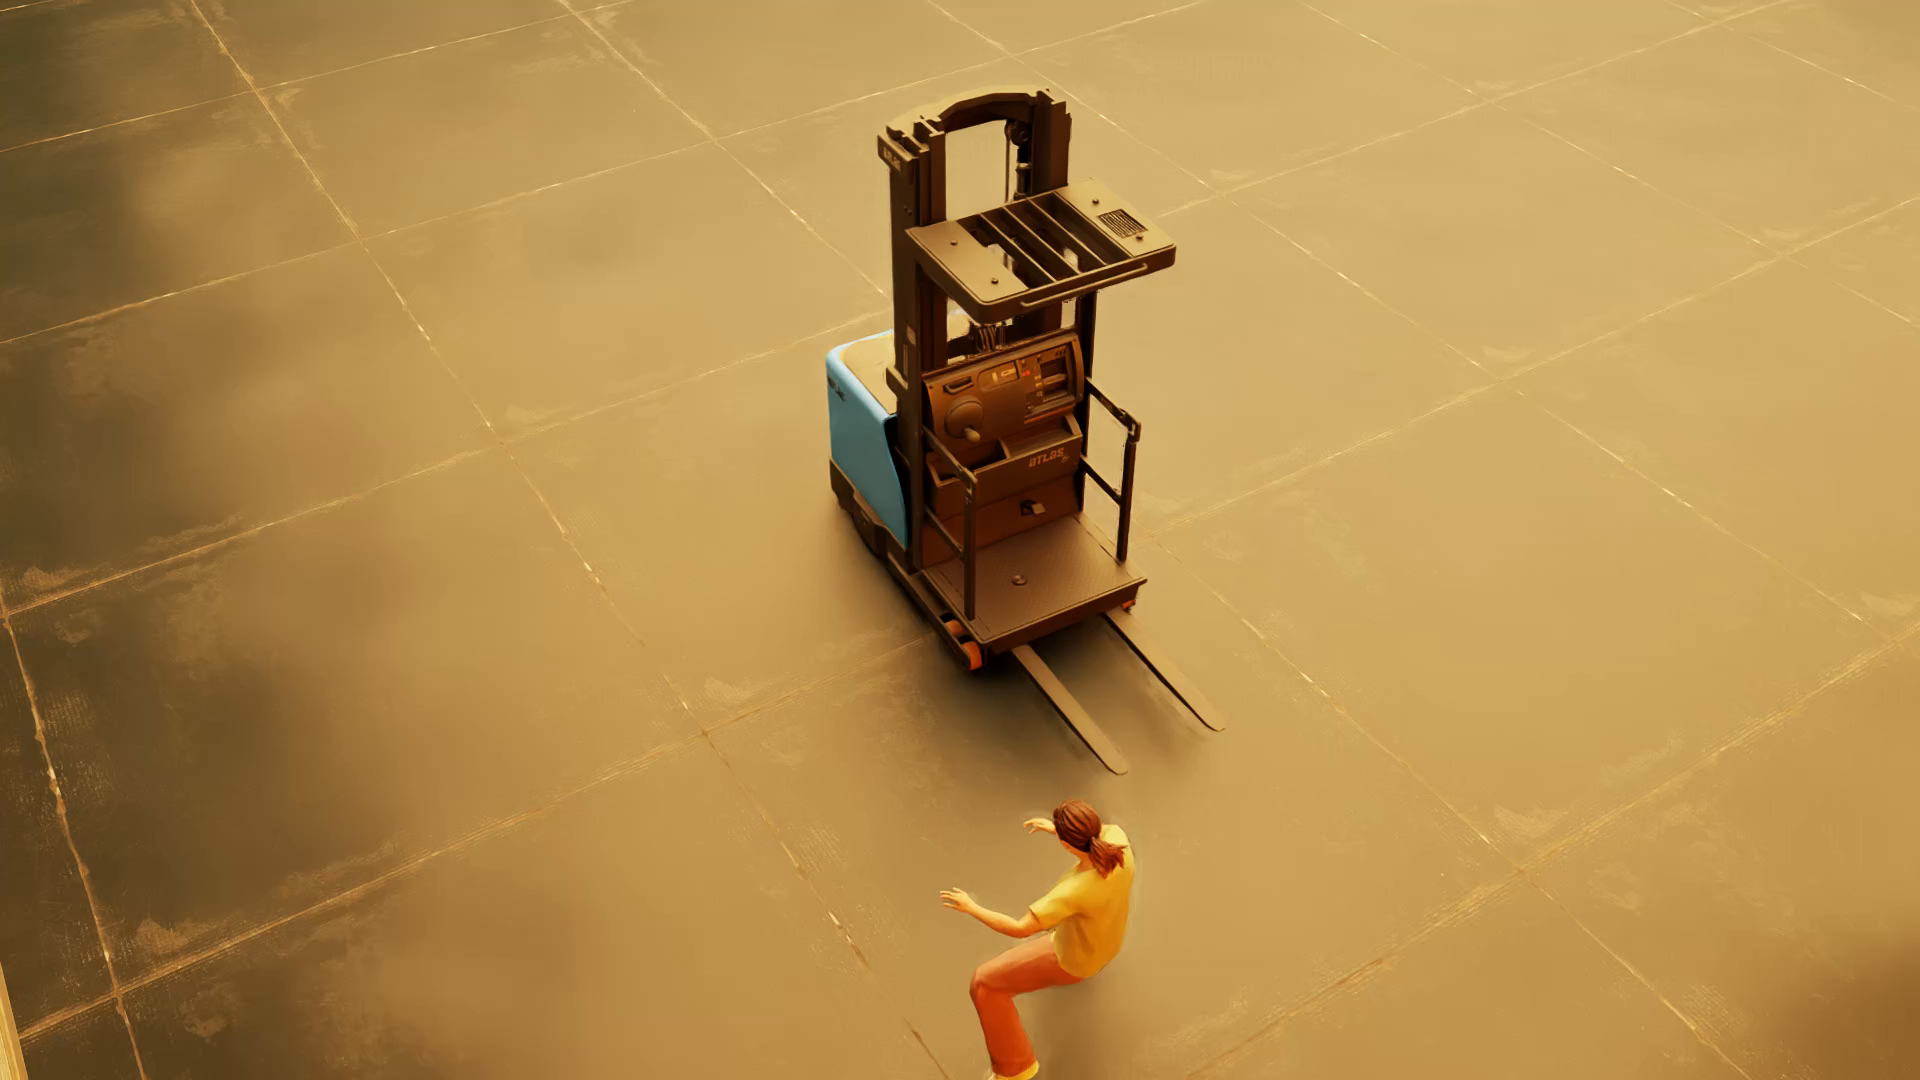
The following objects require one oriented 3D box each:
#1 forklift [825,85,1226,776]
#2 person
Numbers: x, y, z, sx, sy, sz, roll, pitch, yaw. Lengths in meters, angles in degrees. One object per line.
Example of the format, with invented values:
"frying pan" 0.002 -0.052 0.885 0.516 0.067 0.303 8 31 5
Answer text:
"forklift" 0.352 -0.722 8.697 1.130 2.935 3.031 -20 45 -22
"person" 0.394 1.621 7.141 0.613 1.448 1.122 32 50 31
